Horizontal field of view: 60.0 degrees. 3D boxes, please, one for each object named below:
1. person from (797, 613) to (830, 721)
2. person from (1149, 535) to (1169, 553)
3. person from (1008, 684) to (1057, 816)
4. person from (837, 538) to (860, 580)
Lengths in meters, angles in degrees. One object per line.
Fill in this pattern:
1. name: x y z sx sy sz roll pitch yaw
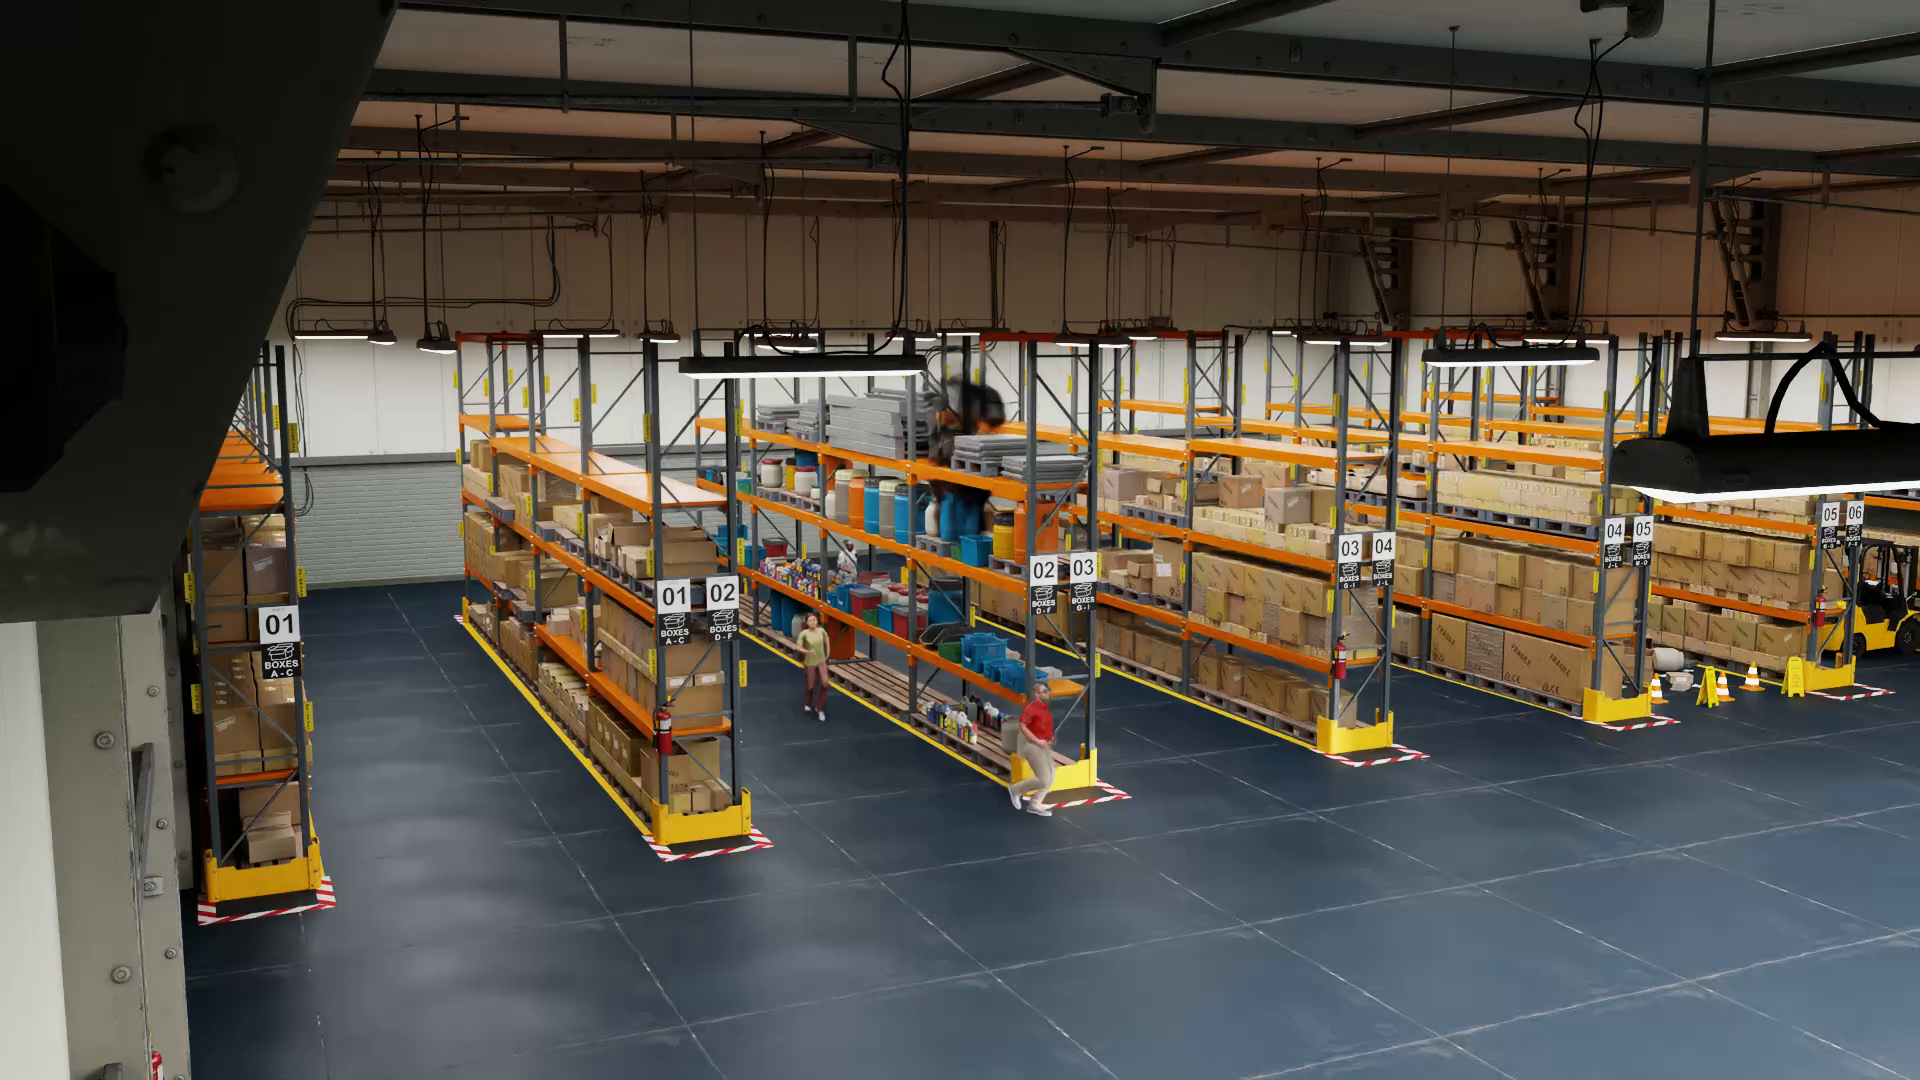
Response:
1. person: -2.307 1.992 26.324 0.579 1.685 0.720 -3 8 -19
2. person: 4.317 0.701 35.605 0.606 1.656 0.657 -4 9 -28
3. person: 0.955 2.661 21.217 0.566 1.683 0.689 3 8 22
4. person: -2.402 0.774 35.158 0.543 1.690 0.876 -6 10 -36
